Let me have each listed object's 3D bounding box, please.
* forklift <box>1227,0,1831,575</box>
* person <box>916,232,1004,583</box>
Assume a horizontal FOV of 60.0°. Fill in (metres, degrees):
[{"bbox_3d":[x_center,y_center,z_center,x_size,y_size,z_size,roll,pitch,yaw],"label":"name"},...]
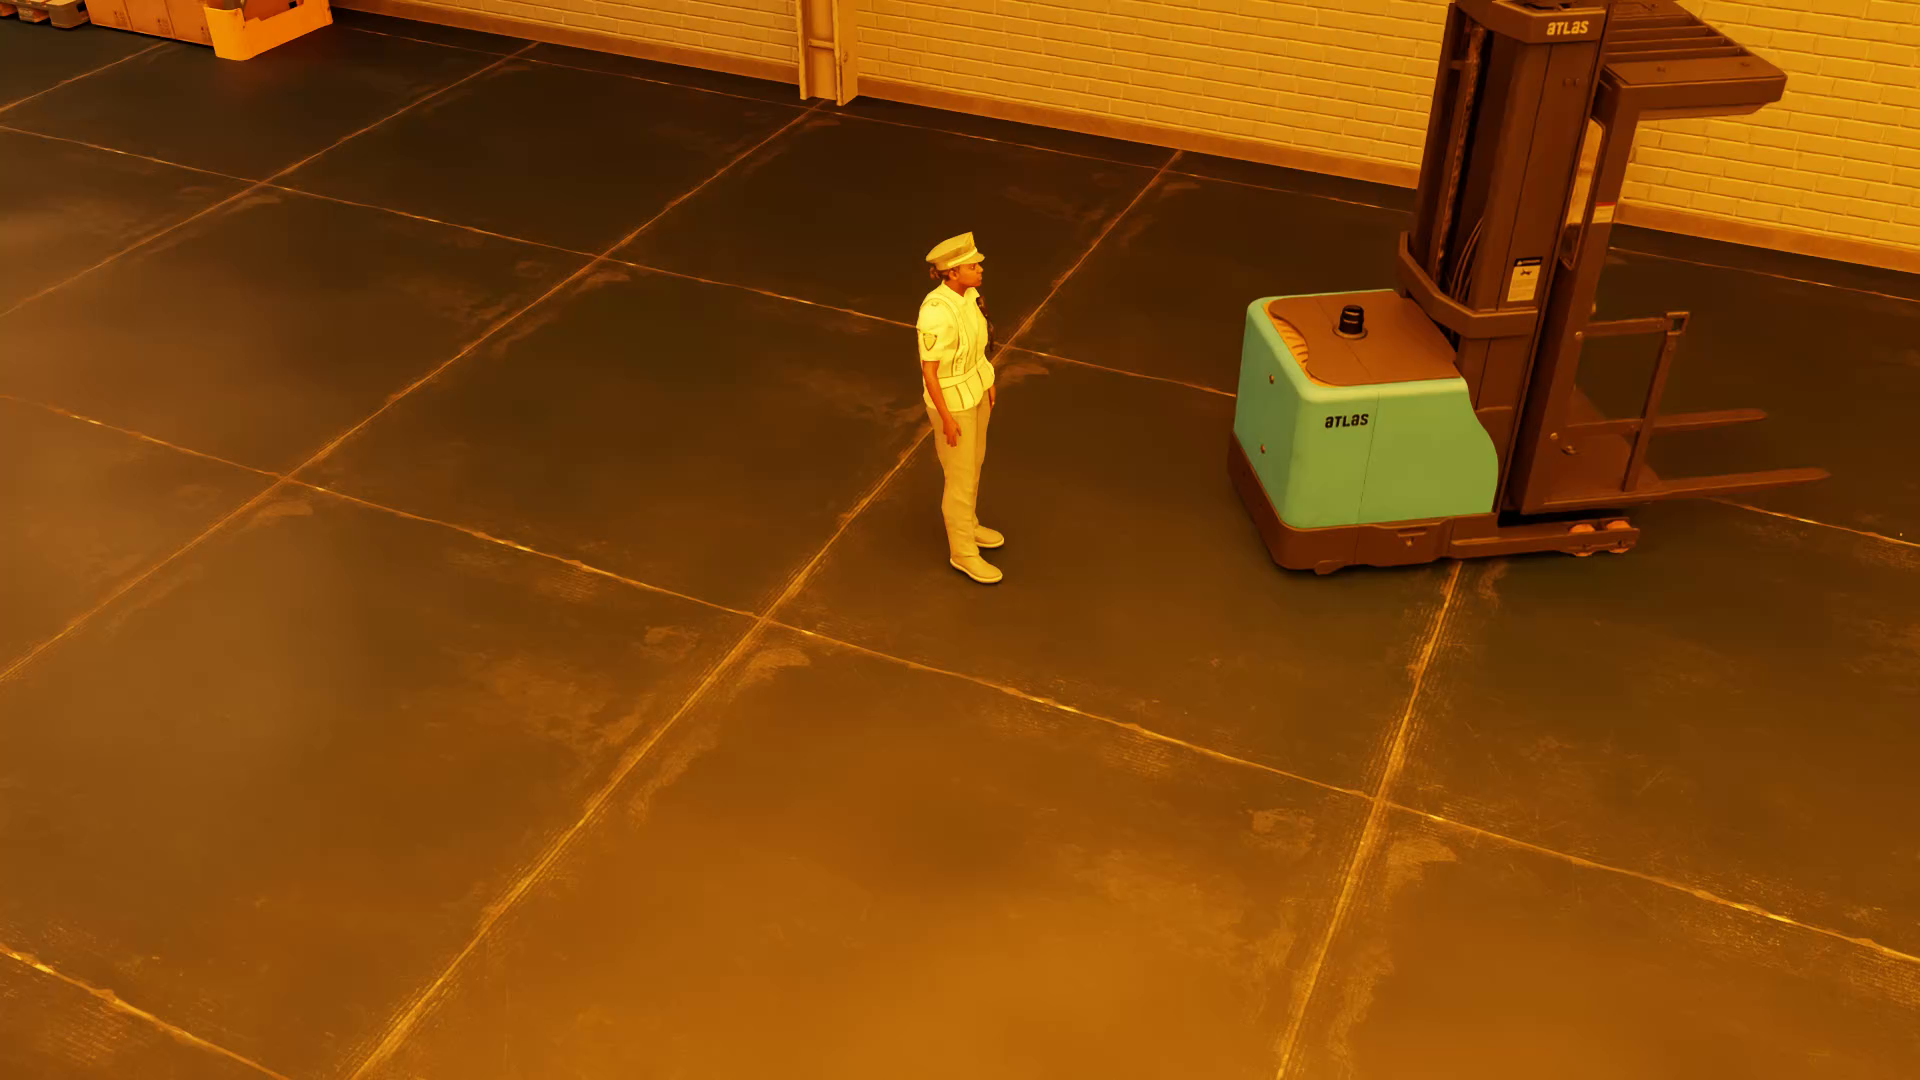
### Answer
[{"bbox_3d":[3.012,-1.408,8.061,3.031,2.935,1.130,-5,36,-7],"label":"forklift"},{"bbox_3d":[0.060,-0.667,8.075,0.530,1.694,0.569,15,38,20],"label":"person"}]
